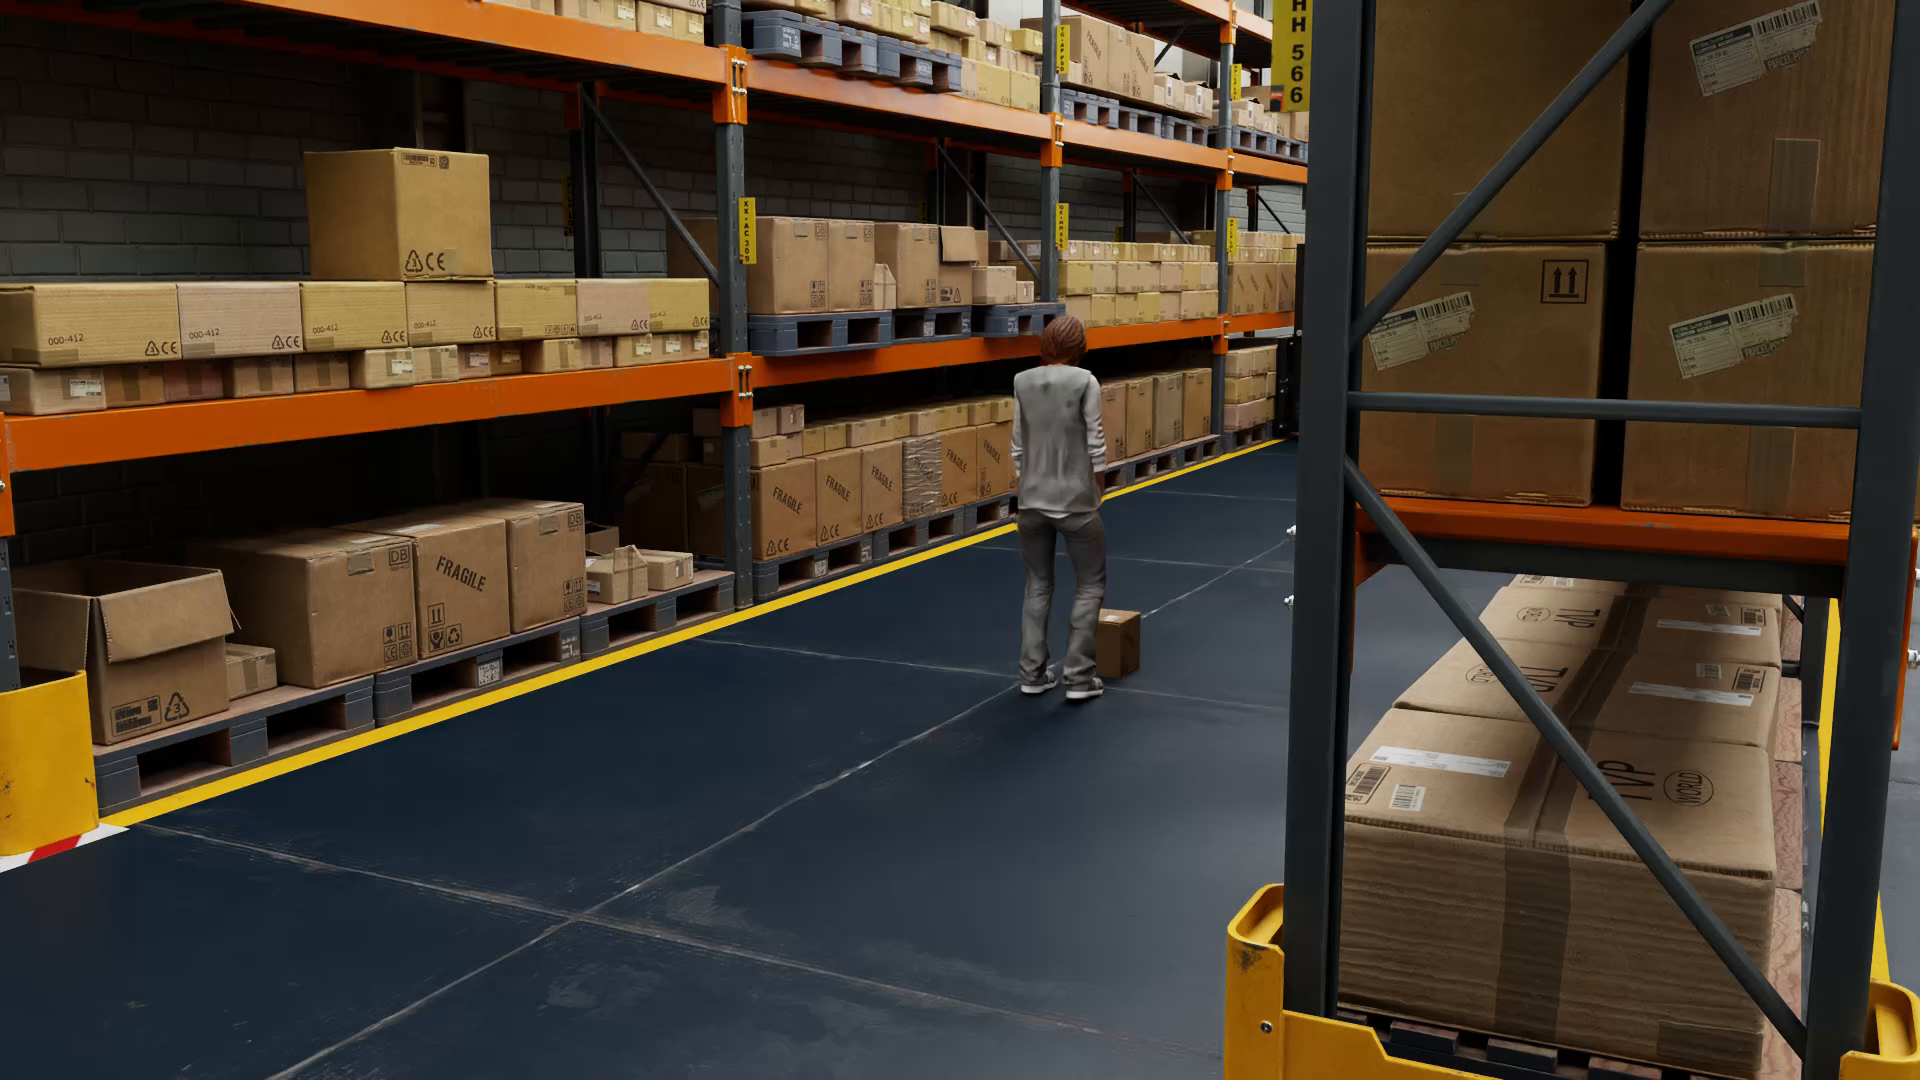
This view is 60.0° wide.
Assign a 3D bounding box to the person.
[{"bbox_3d":[0.394,-0.120,6.818,0.423,1.550,0.368,5,10,27],"label":"person"}]
